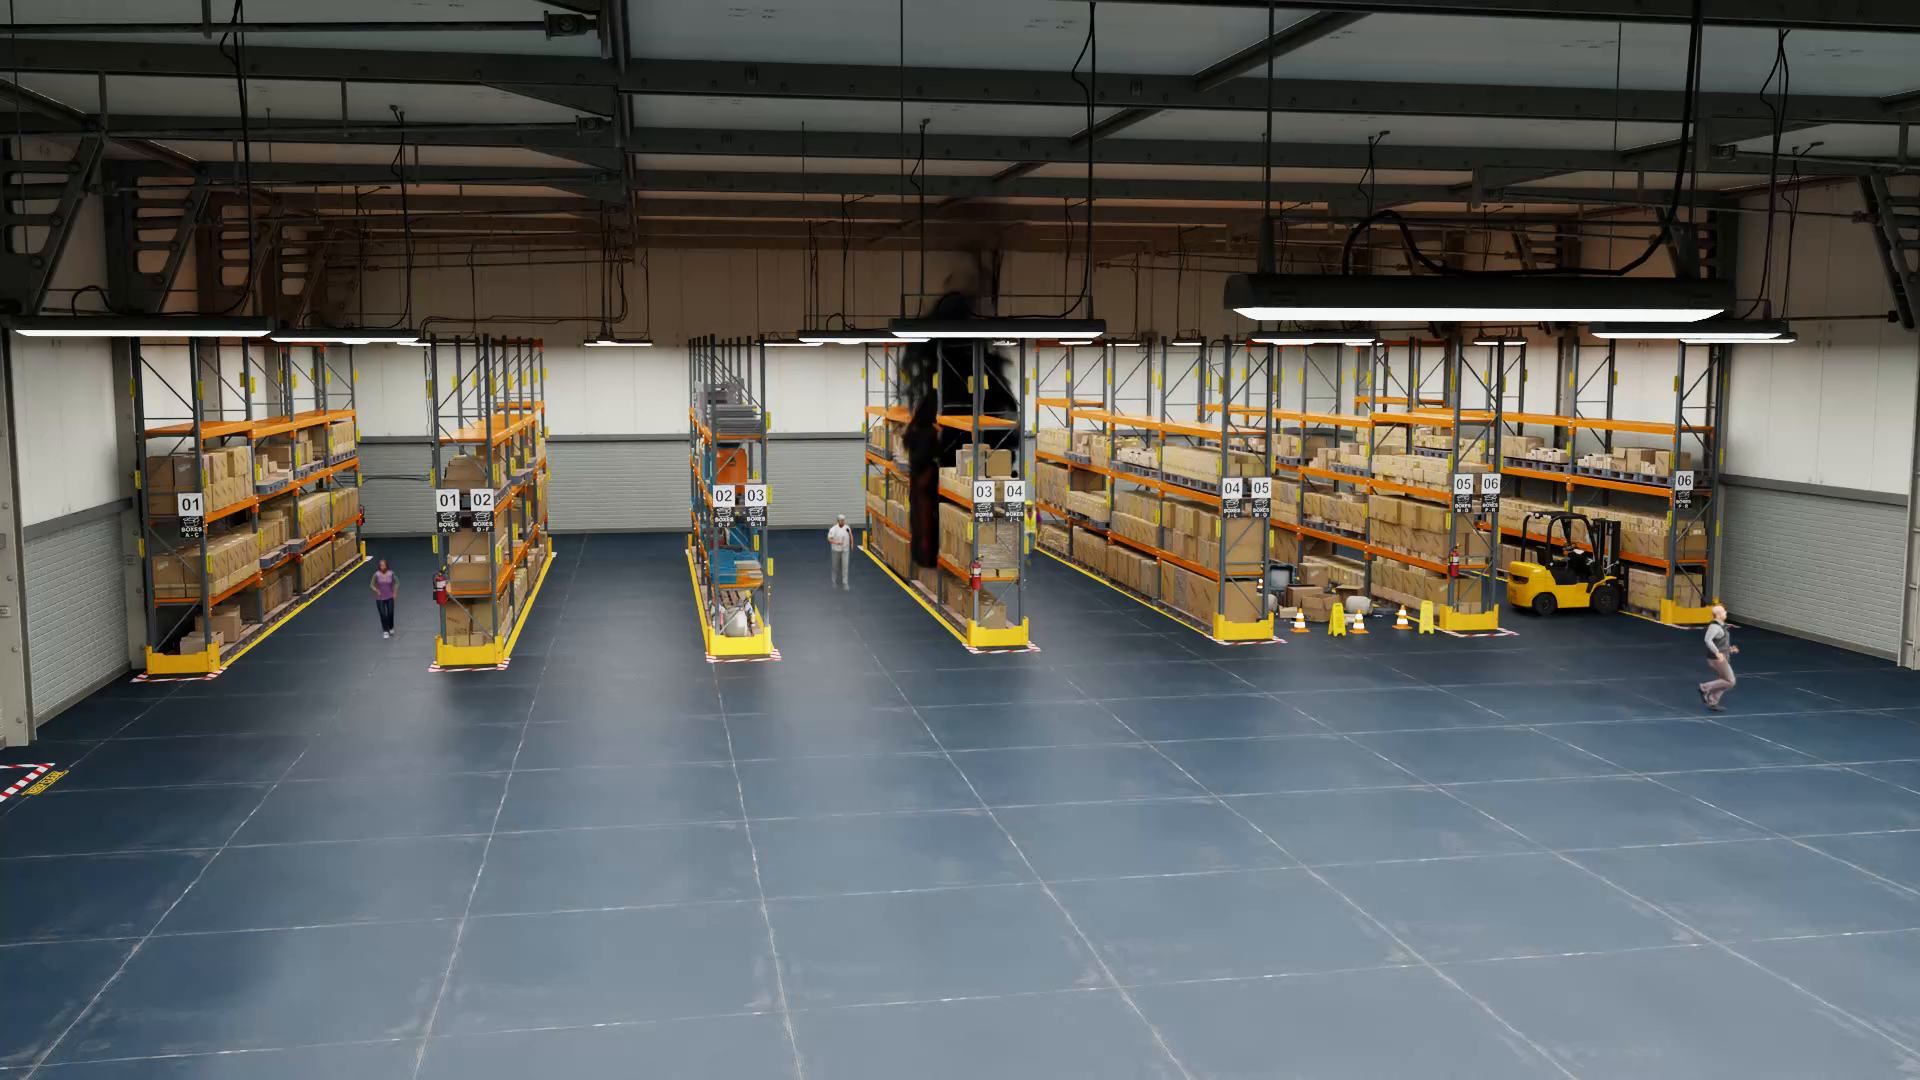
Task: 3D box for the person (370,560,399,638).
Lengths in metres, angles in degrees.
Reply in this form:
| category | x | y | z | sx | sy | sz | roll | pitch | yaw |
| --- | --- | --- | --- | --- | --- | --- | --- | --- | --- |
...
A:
| category | x | y | z | sx | sy | sz | roll | pitch | yaw |
| --- | --- | --- | --- | --- | --- | --- | --- | --- | --- |
| person | -11.372 | 1.173 | 32.879 | 0.541 | 1.568 | 0.604 | -2 | 7 | -19 |

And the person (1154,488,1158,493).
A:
| category | x | y | z | sx | sy | sz | roll | pitch | yaw |
| --- | --- | --- | --- | --- | --- | --- | --- | --- | --- |
| person | 6.017 | -0.880 | 50.687 | 0.575 | 1.618 | 0.617 | -1 | 7 | -7 |

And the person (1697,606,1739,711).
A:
| category | x | y | z | sx | sy | sz | roll | pitch | yaw |
| --- | --- | --- | --- | --- | --- | --- | --- | --- | --- |
| person | 12.037 | 1.878 | 26.392 | 0.578 | 1.677 | 0.658 | 3 | 7 | 26 |

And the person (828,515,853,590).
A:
| category | x | y | z | sx | sy | sz | roll | pitch | yaw |
| --- | --- | --- | --- | --- | --- | --- | --- | --- | --- |
| person | -2.718 | 0.273 | 37.931 | 0.625 | 1.721 | 0.787 | -2 | 7 | -19 |

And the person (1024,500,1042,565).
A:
| category | x | y | z | sx | sy | sz | roll | pitch | yaw |
| --- | --- | --- | --- | --- | --- | --- | --- | --- | --- |
| person | 1.849 | -0.183 | 44.023 | 0.706 | 1.729 | 0.574 | -2 | 7 | -13 |
